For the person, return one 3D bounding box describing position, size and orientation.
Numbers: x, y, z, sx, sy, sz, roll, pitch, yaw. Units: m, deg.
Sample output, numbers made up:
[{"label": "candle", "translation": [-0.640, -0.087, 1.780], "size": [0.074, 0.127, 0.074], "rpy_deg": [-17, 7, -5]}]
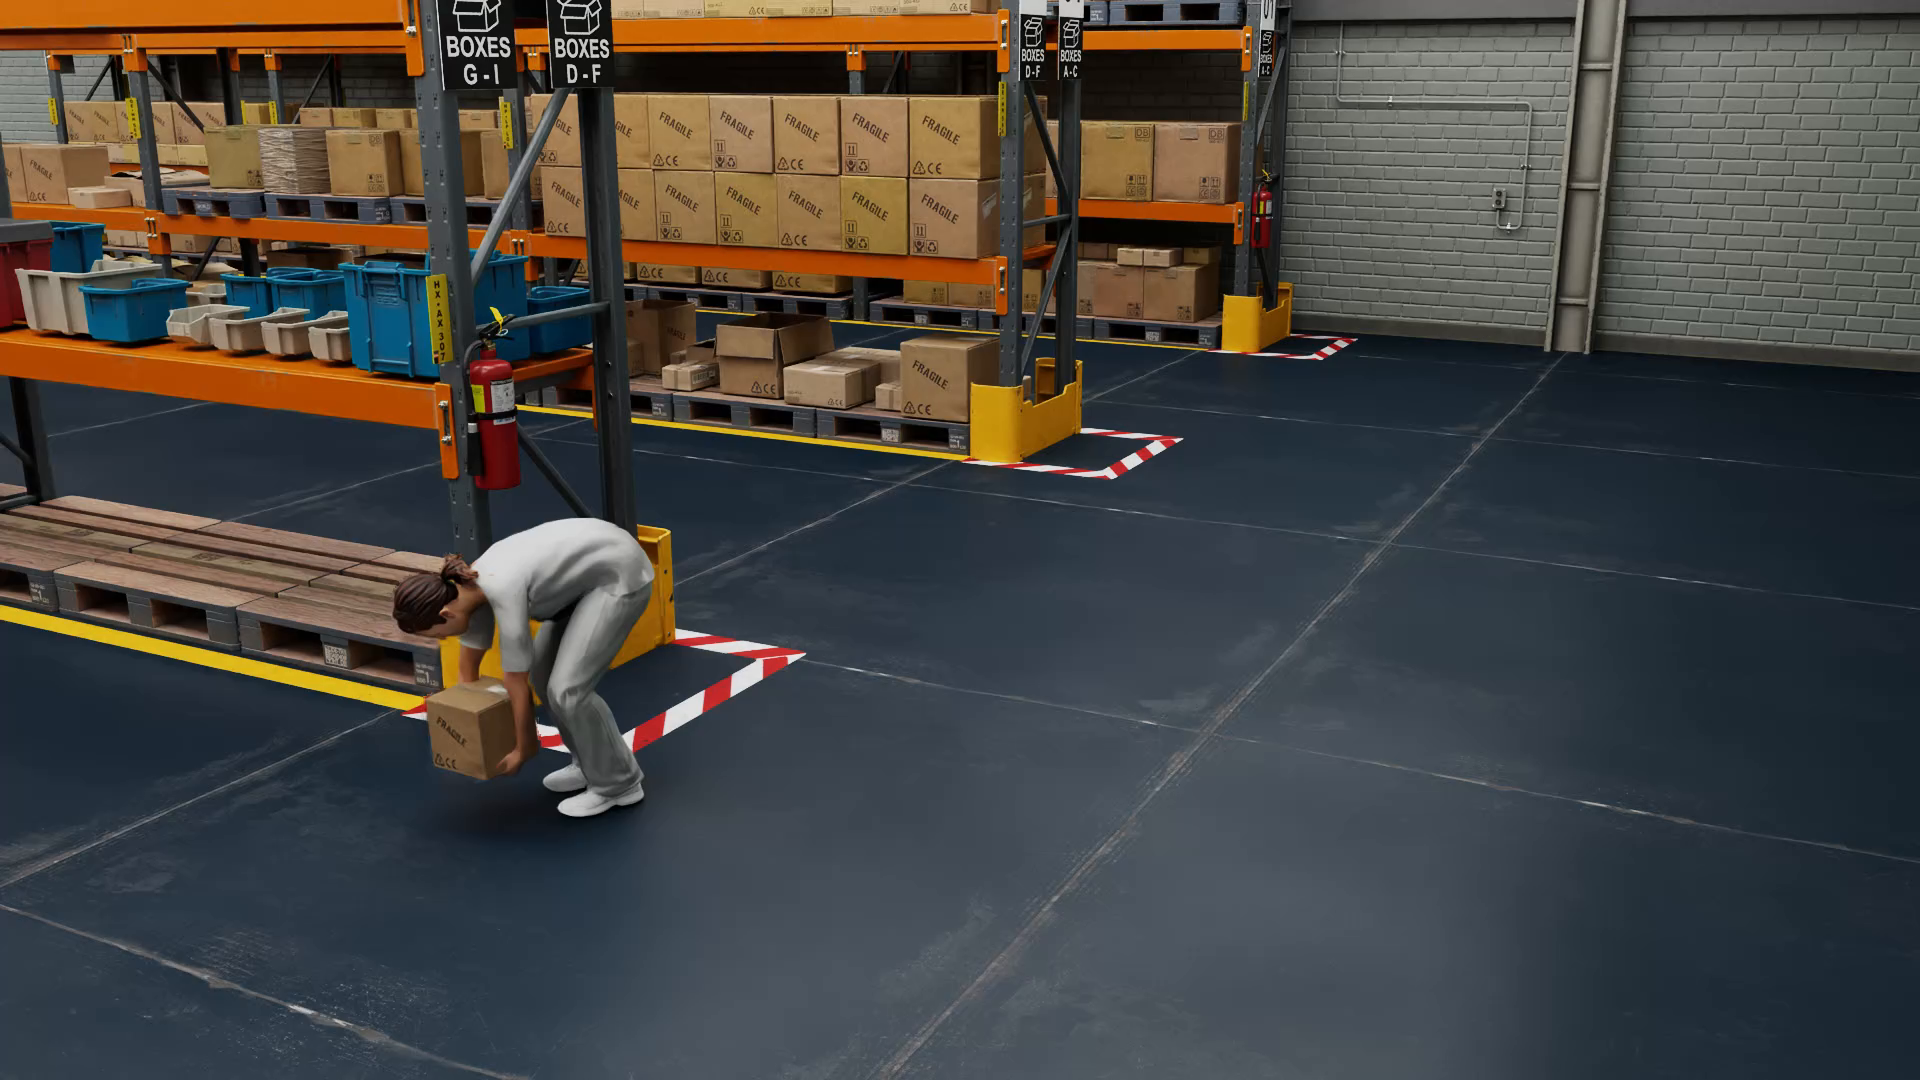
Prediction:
[{"label": "person", "translation": [-1.463, 0.452, 5.675], "size": [0.867, 1.002, 0.446], "rpy_deg": [-8, 18, -27]}]
